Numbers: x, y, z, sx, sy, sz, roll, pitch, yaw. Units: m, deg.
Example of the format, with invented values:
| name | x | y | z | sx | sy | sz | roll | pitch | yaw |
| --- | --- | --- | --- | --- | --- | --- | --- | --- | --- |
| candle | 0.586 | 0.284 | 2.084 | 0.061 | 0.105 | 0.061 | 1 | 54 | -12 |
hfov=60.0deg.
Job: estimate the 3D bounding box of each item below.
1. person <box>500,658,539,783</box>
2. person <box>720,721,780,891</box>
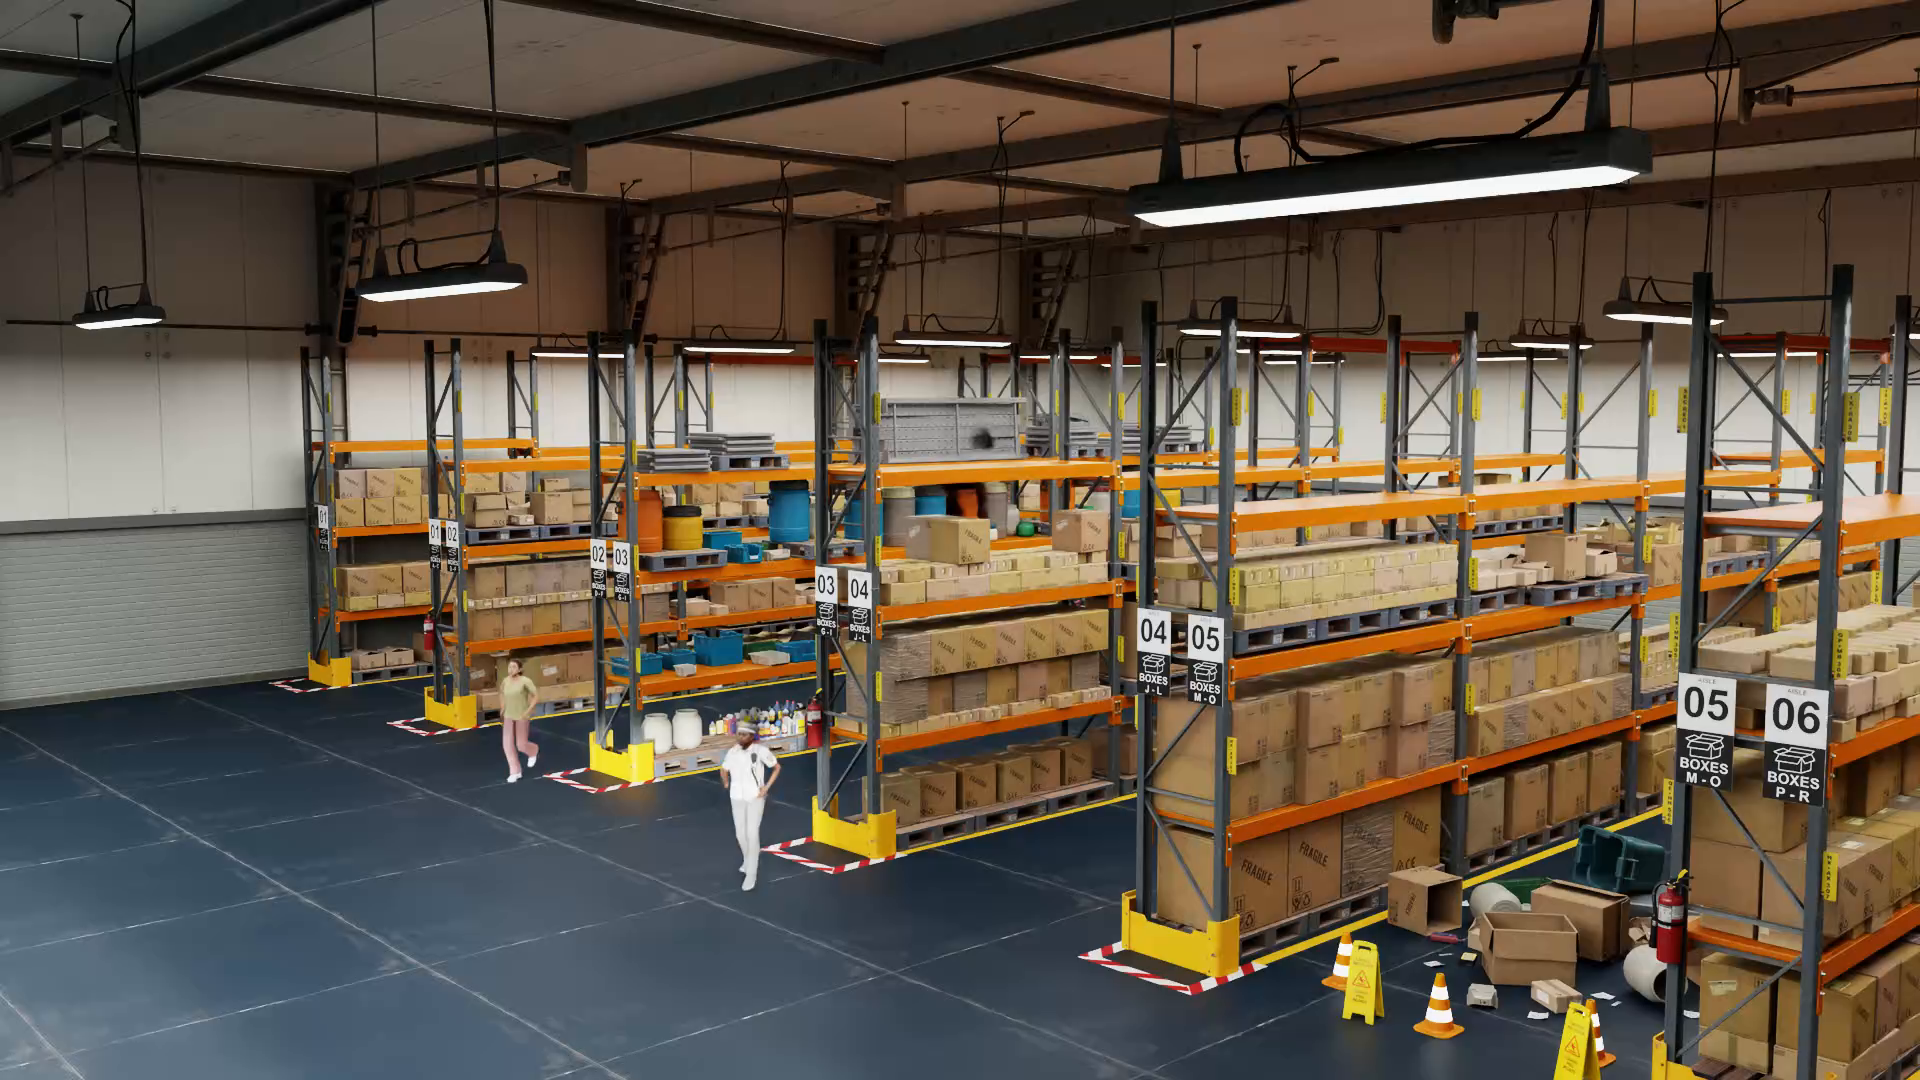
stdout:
| name | x | y | z | sx | sy | sz | roll | pitch | yaw |
| --- | --- | --- | --- | --- | --- | --- | --- | --- | --- |
| person | -5.934 | 2.387 | 22.391 | 0.576 | 1.636 | 0.747 | 1 | 5 | 9 |
| person | -2.274 | 2.743 | 17.563 | 0.631 | 1.691 | 0.836 | 1 | 5 | 16 |
